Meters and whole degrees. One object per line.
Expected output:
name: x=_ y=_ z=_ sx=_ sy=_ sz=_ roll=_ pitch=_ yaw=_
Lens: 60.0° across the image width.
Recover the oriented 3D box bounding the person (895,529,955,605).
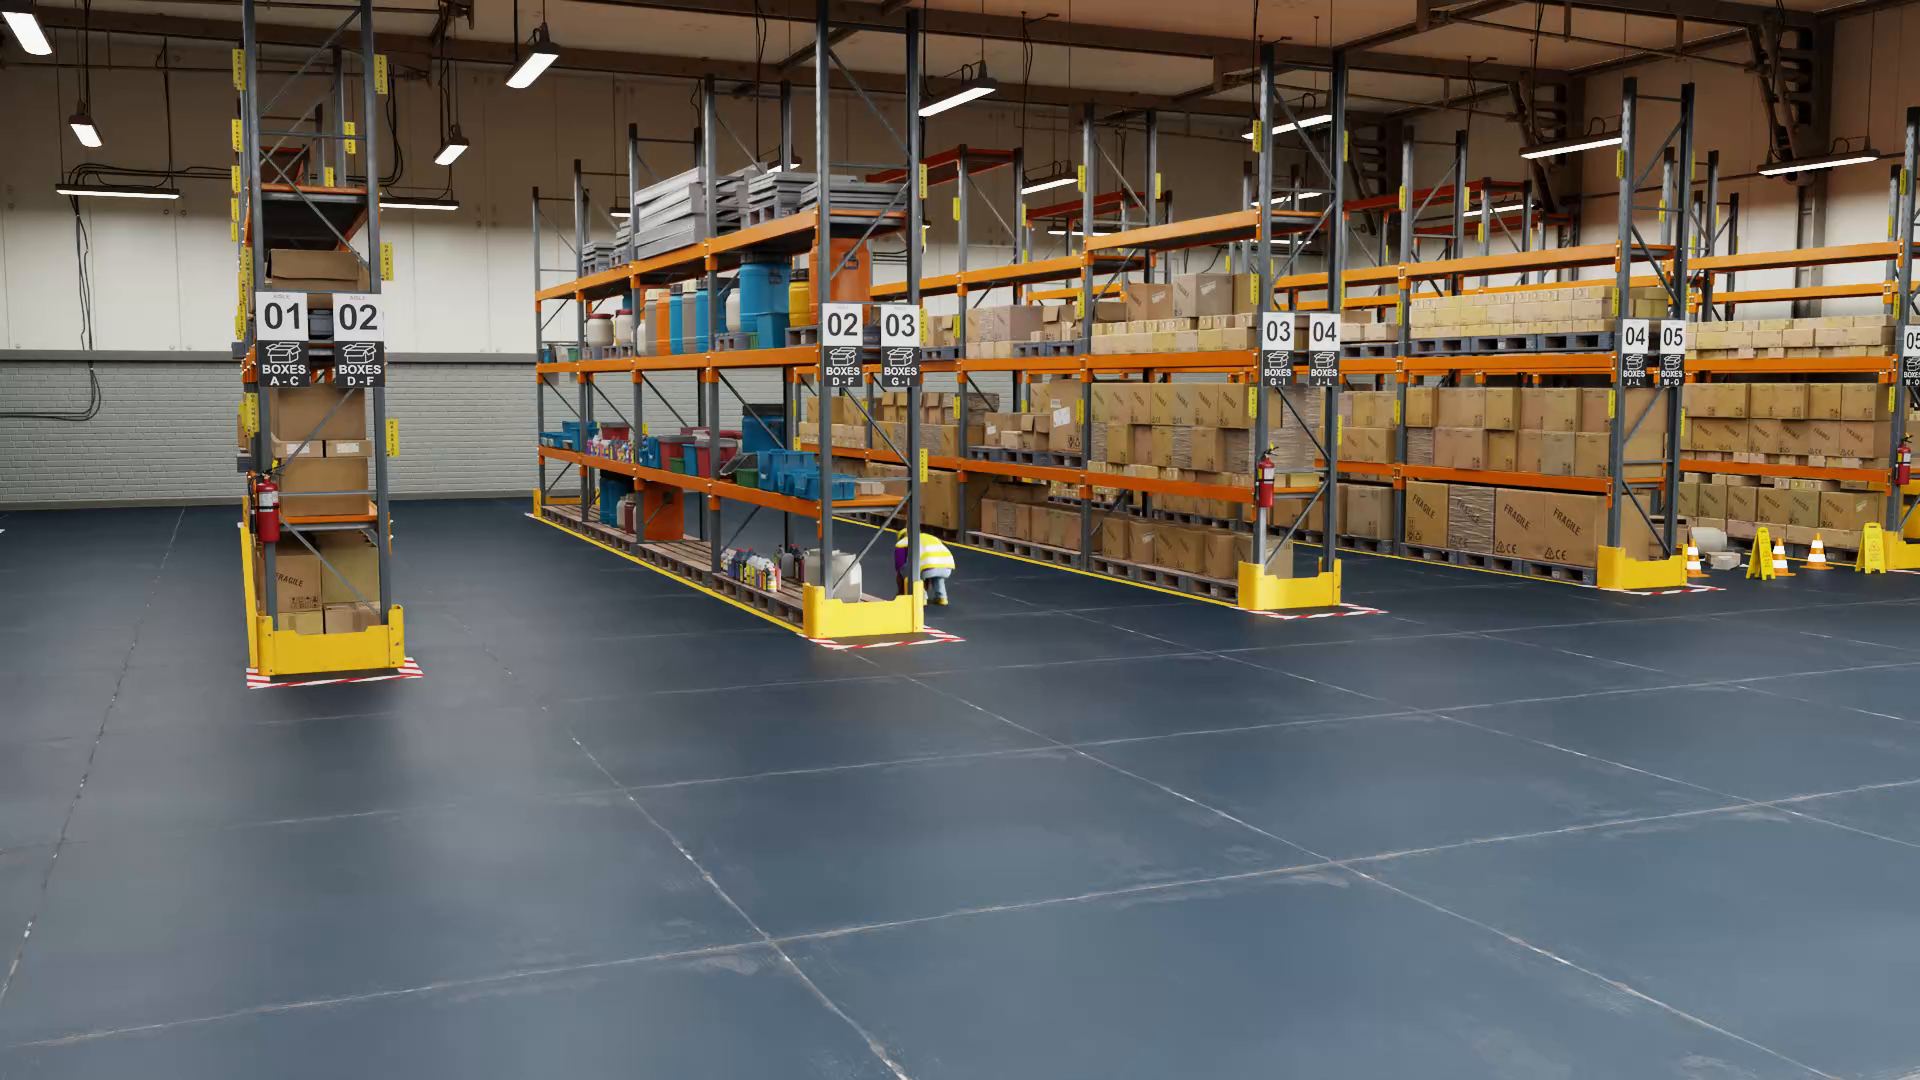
person: x=-0.439 y=0.337 z=18.610 sx=0.541 sy=0.878 sz=0.937 roll=-2 pitch=6 yaw=-25
